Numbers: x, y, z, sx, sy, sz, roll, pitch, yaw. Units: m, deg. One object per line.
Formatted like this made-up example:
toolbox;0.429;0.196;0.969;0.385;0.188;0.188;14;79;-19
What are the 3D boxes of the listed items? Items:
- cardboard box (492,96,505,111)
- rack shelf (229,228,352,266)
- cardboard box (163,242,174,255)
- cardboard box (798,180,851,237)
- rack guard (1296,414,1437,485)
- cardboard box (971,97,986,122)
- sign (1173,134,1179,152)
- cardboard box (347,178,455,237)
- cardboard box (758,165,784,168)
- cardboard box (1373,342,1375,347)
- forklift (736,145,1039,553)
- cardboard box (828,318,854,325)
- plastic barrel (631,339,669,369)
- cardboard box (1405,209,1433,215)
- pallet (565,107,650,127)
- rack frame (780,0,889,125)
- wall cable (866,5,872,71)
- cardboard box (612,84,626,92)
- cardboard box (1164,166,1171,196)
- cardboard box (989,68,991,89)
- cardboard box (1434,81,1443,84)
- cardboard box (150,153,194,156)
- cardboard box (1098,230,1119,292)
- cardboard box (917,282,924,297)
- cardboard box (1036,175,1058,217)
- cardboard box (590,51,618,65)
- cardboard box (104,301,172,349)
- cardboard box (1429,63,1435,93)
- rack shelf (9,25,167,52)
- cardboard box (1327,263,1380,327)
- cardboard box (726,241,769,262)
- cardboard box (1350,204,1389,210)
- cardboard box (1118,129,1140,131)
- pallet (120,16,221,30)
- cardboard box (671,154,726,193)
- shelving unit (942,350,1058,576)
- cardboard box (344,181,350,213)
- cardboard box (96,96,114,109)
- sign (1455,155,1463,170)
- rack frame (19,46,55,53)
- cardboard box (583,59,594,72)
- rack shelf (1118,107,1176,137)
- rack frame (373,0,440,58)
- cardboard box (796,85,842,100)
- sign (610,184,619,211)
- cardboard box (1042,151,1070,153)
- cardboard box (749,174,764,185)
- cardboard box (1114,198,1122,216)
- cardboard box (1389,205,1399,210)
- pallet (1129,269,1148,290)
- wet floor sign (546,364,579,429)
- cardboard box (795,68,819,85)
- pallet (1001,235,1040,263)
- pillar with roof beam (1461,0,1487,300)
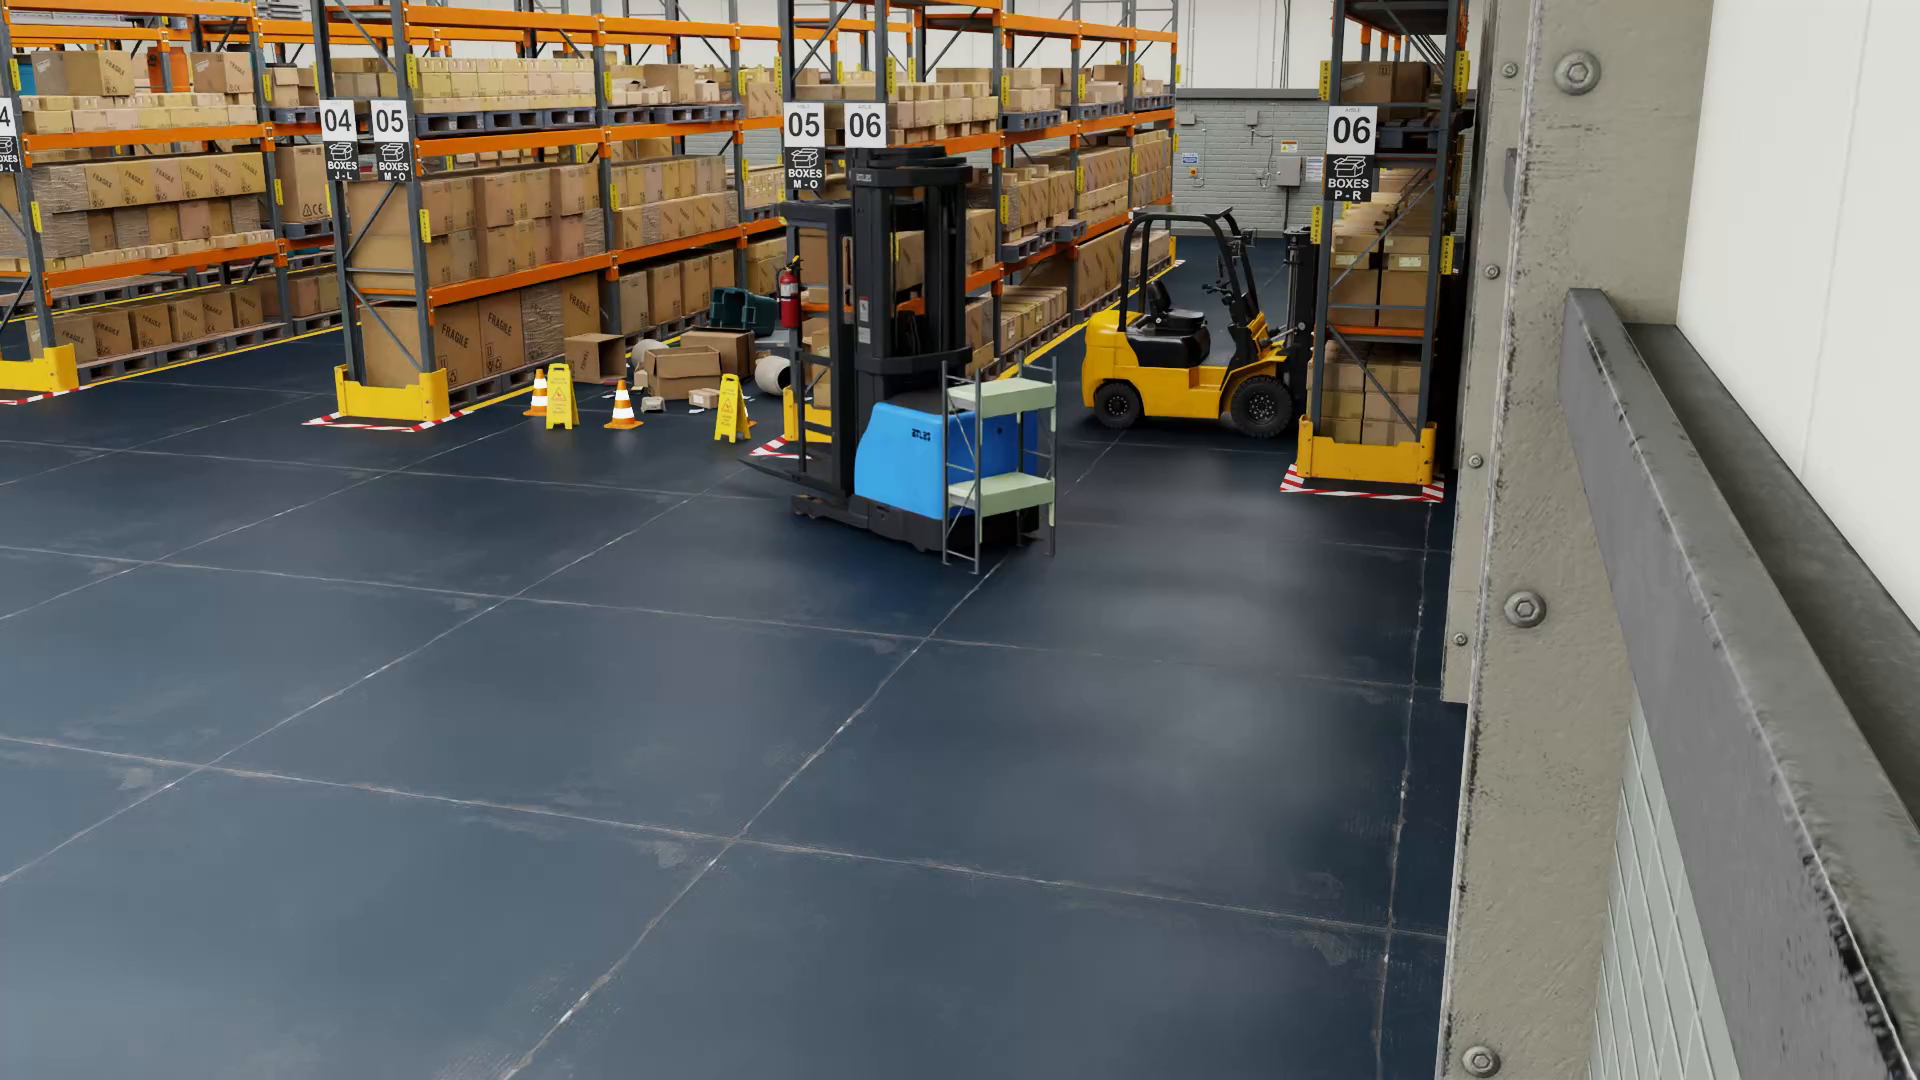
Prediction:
cardboard box;-5.160;-4.725;18.001;0.380;0.149;0.250;5;16;15
rack shelf;-8.946;-4.392;24.136;1.077;0.370;4.000;5;16;16
cardboard box;-9.878;-3.564;20.359;0.380;0.149;0.250;5;16;16
cardboard box;-1.213;-3.223;16.134;0.700;0.500;0.500;4;16;15
rack guard;3.604;-0.807;14.759;1.175;0.500;0.348;5;16;16
cardboard box;-0.022;-4.692;18.107;0.500;0.250;0.500;4;16;15
sign;3.914;-7.211;30.200;0.100;0.325;0.005;5;16;16
cardboard box;-5.781;-3.443;17.218;0.875;0.550;0.550;5;16;16
cardboard box;-3.140;-6.123;27.522;0.380;0.149;0.250;5;17;17
cardboard box;3.867;-1.920;16.538;0.500;0.250;0.500;4;16;15
forklift;-0.724;-1.653;13.286;1.130;2.935;3.031;-13;20;-38
cardboard box;-1.132;-2.283;17.088;0.380;0.149;0.250;5;17;17
plastic barrel;-3.639;-2.149;19.629;0.421;0.421;0.512;-10;19;-32
cardboard box;4.773;-3.326;17.142;0.380;0.149;0.250;4;16;15
pallet;-4.574;-5.399;21.219;0.805;0.209;1.217;4;16;14
rack frame;-1.149;-5.286;14.975;1.000;3.000;0.127;5;16;16
wall cable;-1.192;-13.000;36.277;2.277;5.999;0.120;5;16;16
cardboard box;-4.647;-5.765;21.483;0.500;0.250;0.500;4;16;15
cardboard box;3.514;-6.487;30.021;0.500;0.500;0.500;5;17;16
cardboard box;0.299;-5.690;20.486;0.500;0.250;0.500;5;17;17
cardboard box;6.254;-5.890;21.600;0.380;0.149;0.250;4;16;14
cardboard box;-10.026;-4.658;21.195;0.500;0.500;0.500;5;16;16
cardboard box;1.912;-4.314;25.666;0.875;0.875;0.875;5;17;17
cardboard box;-0.527;-2.545;16.766;0.380;0.149;0.250;5;17;17
cardboard box;0.983;-4.478;21.620;0.500;0.500;0.500;3;16;12
cardboard box;-6.687;-8.929;30.805;0.500;0.250;0.500;4;16;14
cardboard box;-10.124;-2.651;20.491;0.500;0.500;0.500;6;17;21
cardboard box;5.397;-5.540;20.231;0.700;0.500;0.500;4;16;15
rack shelf;-13.694;-7.470;24.726;1.077;0.370;4.000;5;16;16
cardboard box;3.499;-2.213;14.952;0.500;0.500;0.500;4;16;15
cardboard box;-3.222;-4.372;25.184;0.500;0.250;0.500;4;16;13
cardboard box;4.373;-3.505;17.774;0.380;0.149;0.250;5;17;17
cardboard box;3.025;-7.282;29.800;0.380;0.149;0.250;5;17;17
pallet;-12.891;-8.435;27.155;1.213;0.211;1.003;5;16;16
cardboard box;-3.788;-5.263;23.872;0.700;0.500;0.500;5;16;16
shelving unit;0.290;-0.574;12.103;0.755;1.500;0.431;-13;20;-38
cardboard box;-9.110;-4.927;23.746;0.797;0.503;0.637;6;17;22
cardboard box;-10.012;-5.050;19.185;0.380;0.149;0.250;5;16;16
sign;7.554;-5.670;25.202;0.100;0.325;0.005;5;16;16
rack frame;-20.351;-11.393;36.505;1.000;3.000;0.127;5;16;16
cardboard box;-4.585;-5.639;19.764;0.380;0.149;0.250;4;16;15
rack shelf;2.829;-7.160;28.396;1.077;0.370;4.000;5;16;16
rack frame;-8.377;-8.148;25.064;1.000;3.000;0.127;5;16;16
cardboard box;-1.336;-4.217;15.703;0.380;0.149;0.250;5;17;16
sign;-4.255;-4.216;20.464;0.100;0.325;0.005;5;16;16
cardboard box;1.457;-5.574;24.968;0.500;0.500;0.500;4;16;15
cardboard box;-3.186;-5.458;25.176;0.380;0.149;0.250;5;16;16
cardboard box;2.229;-5.197;25.931;0.500;0.250;0.500;4;16;15
cardboard box;4.967;-3.866;19.590;0.380;0.149;0.250;5;17;16
pallet;2.552;-4.391;27.923;1.003;0.211;1.213;5;16;16
wet floor sign;-4.034;-1.464;16.807;0.267;0.644;0.232;2;16;6
cardboard box;-2.727;-7.500;27.323;0.700;0.500;0.500;5;16;16
pallet;0.344;-3.543;20.175;1.003;0.211;1.213;5;16;16
pillar with roof beam;3.956;-8.488;26.263;9.100;9.000;0.400;5;16;16
